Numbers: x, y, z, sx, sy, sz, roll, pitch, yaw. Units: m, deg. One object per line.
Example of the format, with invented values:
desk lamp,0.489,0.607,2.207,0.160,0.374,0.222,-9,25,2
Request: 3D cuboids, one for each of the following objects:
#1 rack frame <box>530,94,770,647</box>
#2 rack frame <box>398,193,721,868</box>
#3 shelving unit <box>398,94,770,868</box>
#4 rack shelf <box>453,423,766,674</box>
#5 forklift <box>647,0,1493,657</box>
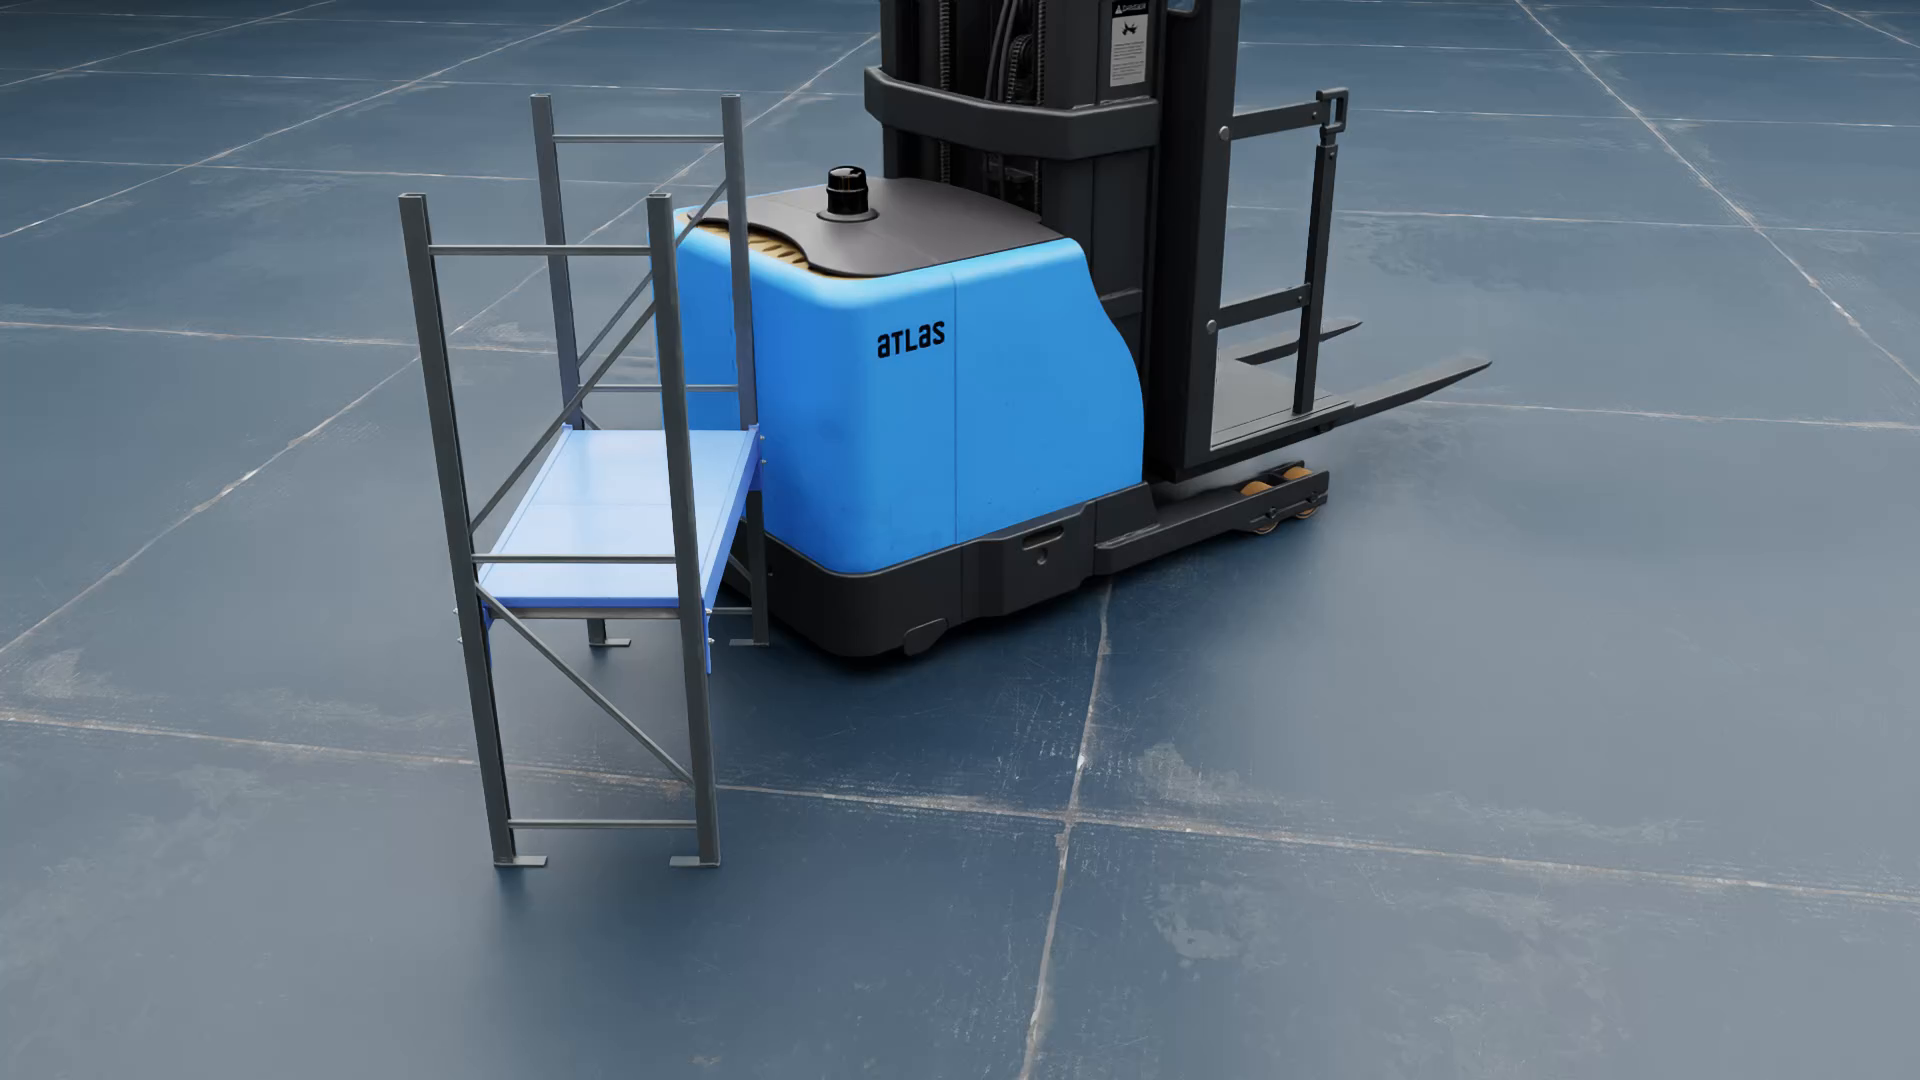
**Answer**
rack frame,-0.779,-0.389,4.312,0.500,1.500,0.032,0,25,0
rack frame,-0.785,0.042,3.392,0.500,1.500,0.032,0,25,0
shelving unit,-0.782,-0.174,3.852,0.538,1.500,1.048,0,25,0
rack shelf,-0.782,-0.011,3.928,0.538,0.185,1.000,0,25,0
forklift,0.573,-1.503,5.004,3.031,2.935,1.130,-18,31,-34
